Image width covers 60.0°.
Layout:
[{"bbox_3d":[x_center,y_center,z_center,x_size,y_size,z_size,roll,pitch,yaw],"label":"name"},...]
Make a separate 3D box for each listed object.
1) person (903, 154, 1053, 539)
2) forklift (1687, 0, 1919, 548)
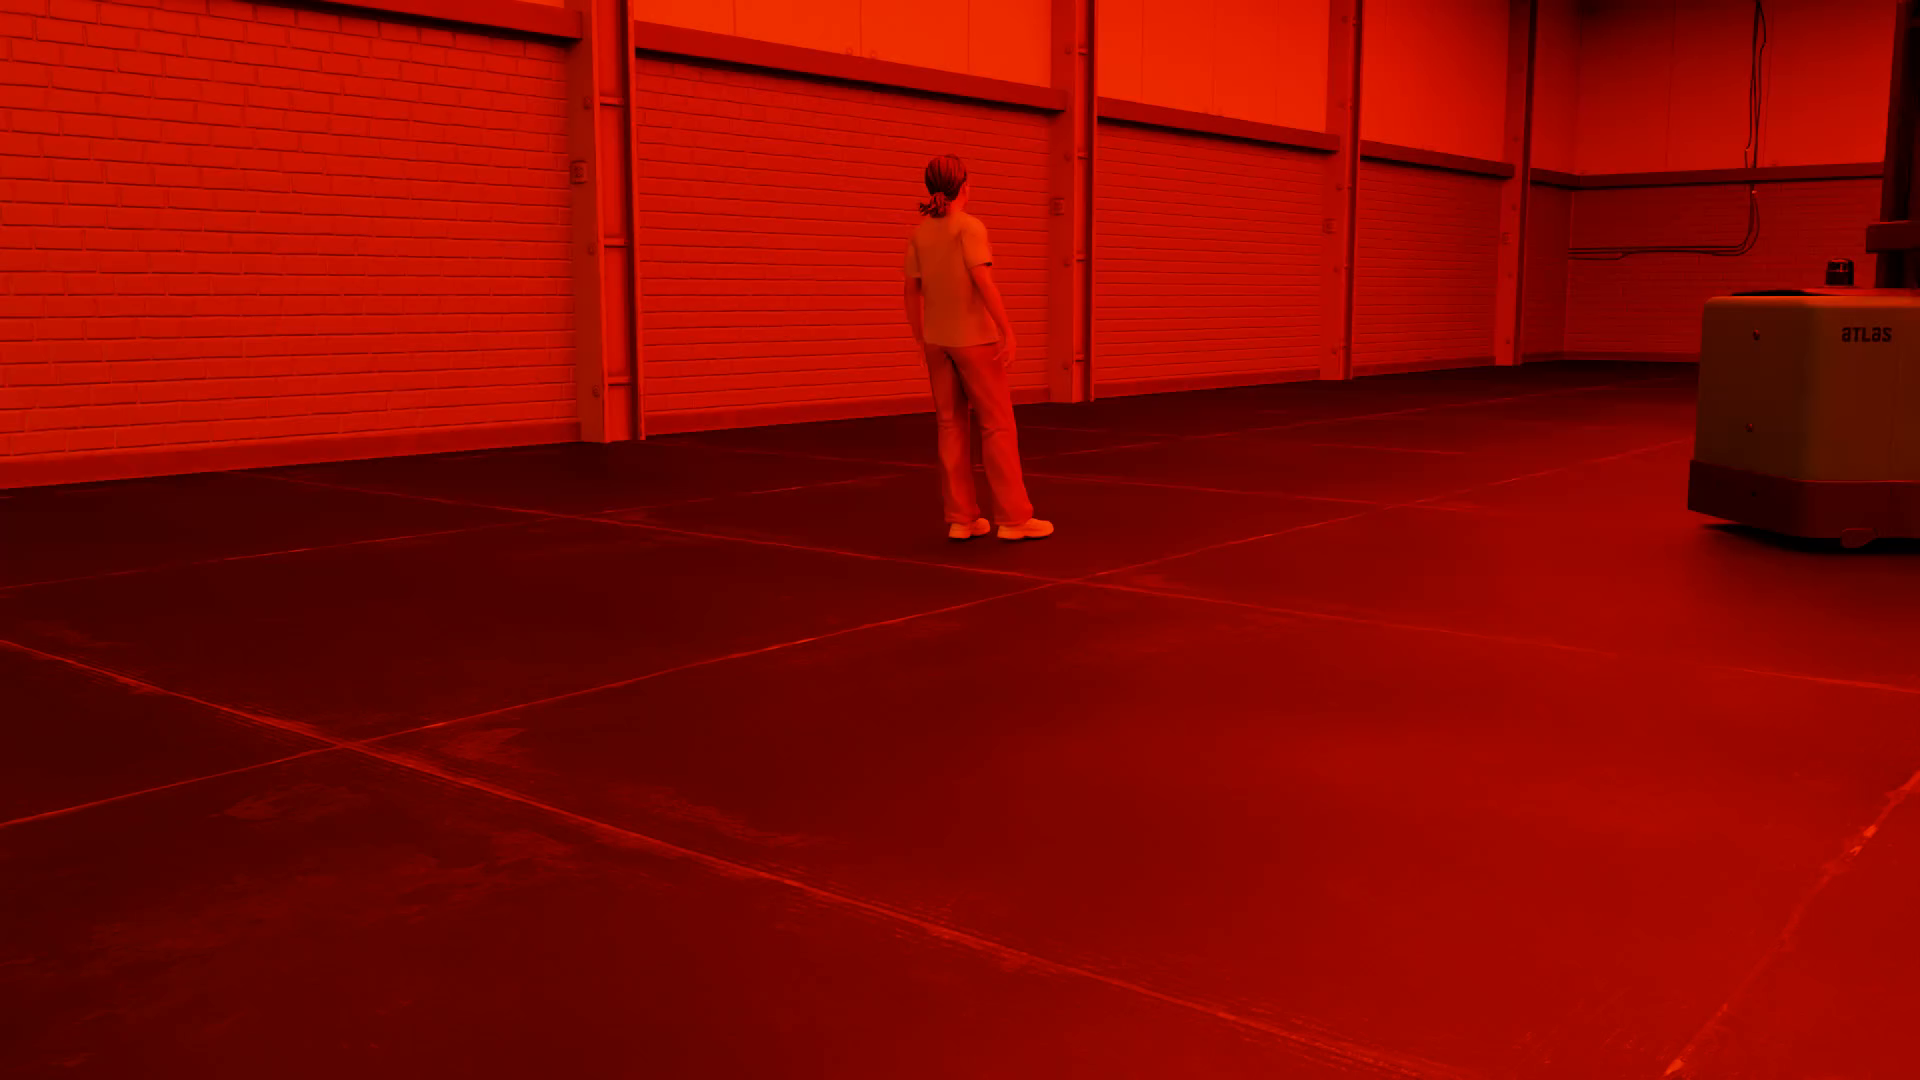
[{"bbox_3d":[0.056,-0.844,7.332,0.553,1.673,0.548,7,11,38],"label":"person"},{"bbox_3d":[4.989,-1.472,7.339,3.031,2.935,1.130,0,8,-3],"label":"forklift"}]
